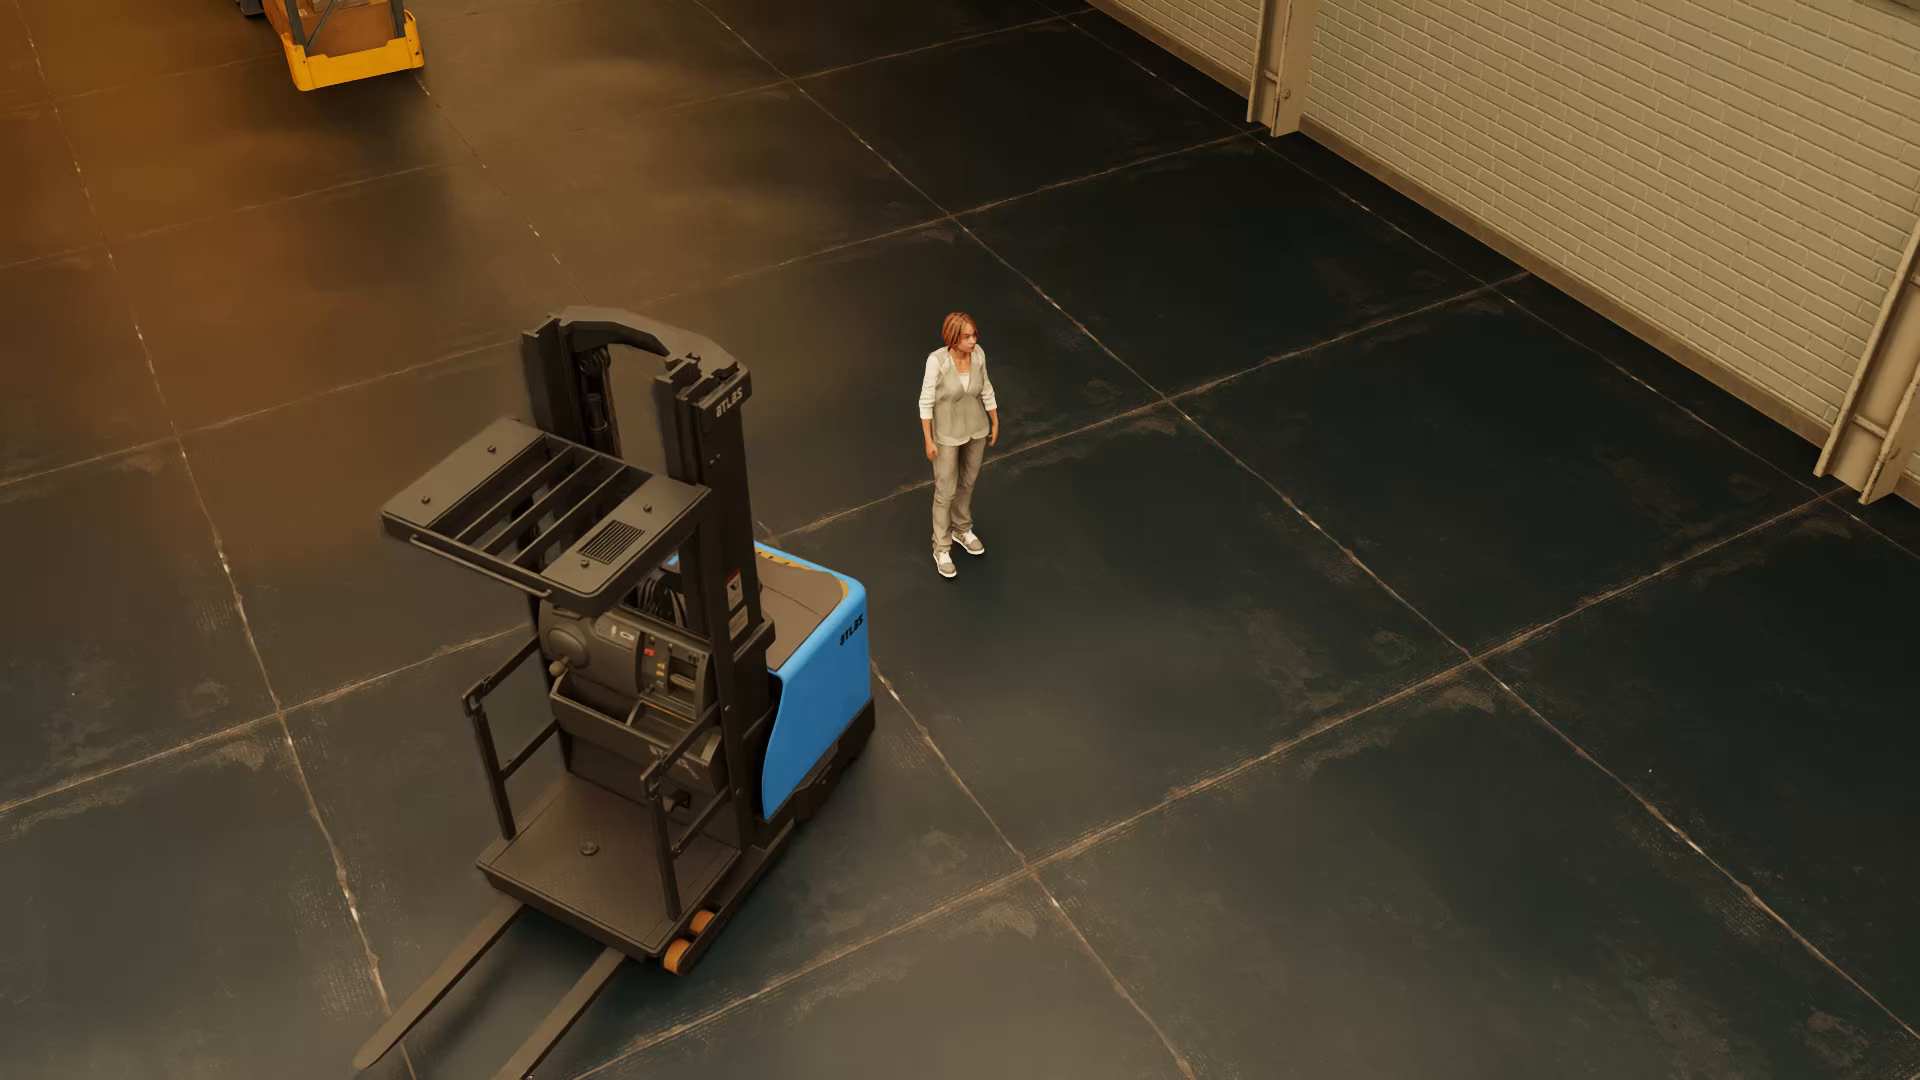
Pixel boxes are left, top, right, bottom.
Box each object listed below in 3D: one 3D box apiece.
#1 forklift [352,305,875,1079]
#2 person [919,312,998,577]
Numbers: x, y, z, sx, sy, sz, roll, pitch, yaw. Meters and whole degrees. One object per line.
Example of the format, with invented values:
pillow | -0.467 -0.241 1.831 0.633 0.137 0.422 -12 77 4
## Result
forklift | -1.617 0.586 7.330 1.130 2.935 3.031 20 44 22
person | 0.026 -0.574 9.763 0.521 1.599 0.473 -20 44 -23
